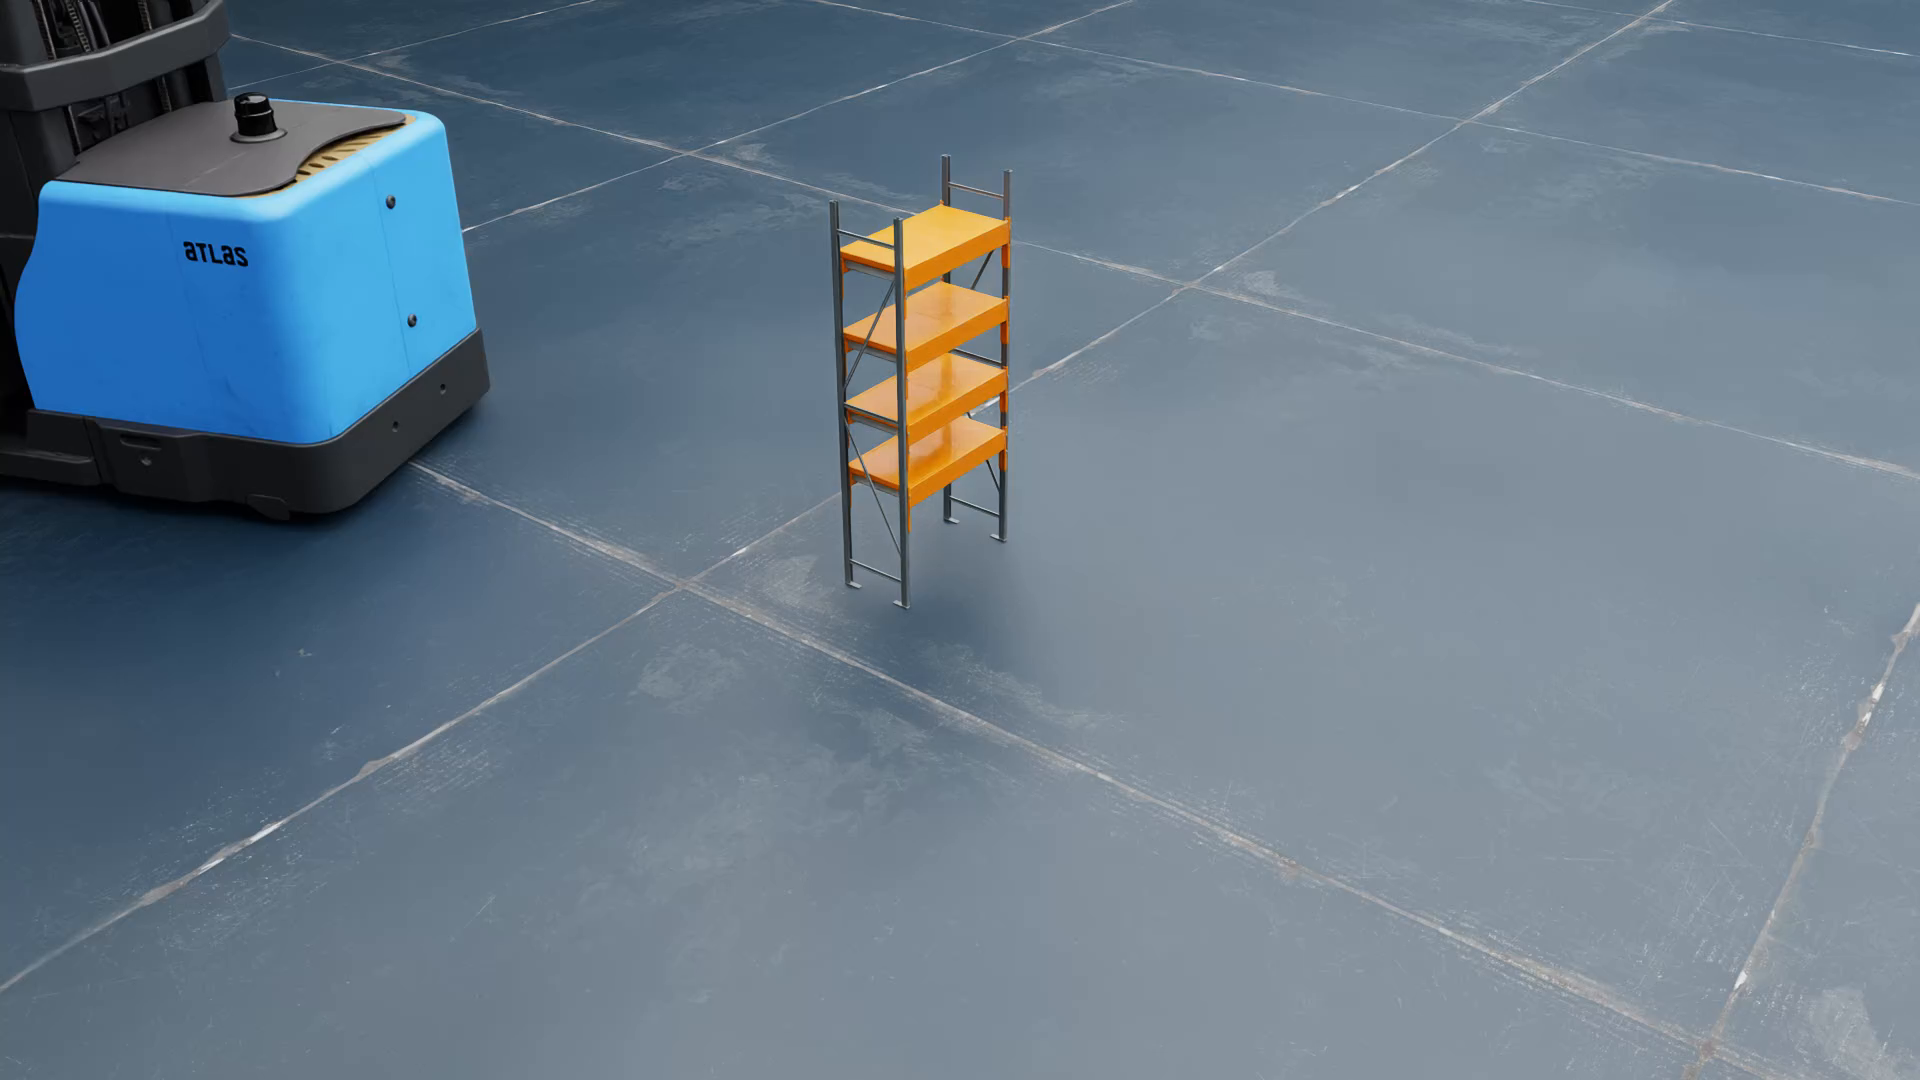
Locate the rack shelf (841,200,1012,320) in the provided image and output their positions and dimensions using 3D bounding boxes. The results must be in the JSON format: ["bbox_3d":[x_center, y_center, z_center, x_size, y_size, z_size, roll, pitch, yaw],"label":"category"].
[{"bbox_3d":[-0.100,-0.787,4.630,0.258,0.148,0.480,21,37,31],"label":"rack shelf"}]

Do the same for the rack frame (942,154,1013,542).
[{"bbox_3d":[0.047,-0.548,4.998,0.240,1.200,0.015,21,37,31],"label":"rack frame"}]

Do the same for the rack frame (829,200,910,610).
[{"bbox_3d":[-0.247,-0.350,4.663,0.240,1.200,0.015,21,37,31],"label":"rack frame"}]

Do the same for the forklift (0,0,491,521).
[{"bbox_3d":[-3.281,-1.727,5.289,3.031,2.935,1.130,8,32,13],"label":"forklift"}]

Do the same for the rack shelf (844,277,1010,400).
[{"bbox_3d":[-0.100,-0.583,4.751,0.258,0.148,0.480,21,37,31],"label":"rack shelf"}]

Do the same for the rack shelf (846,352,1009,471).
[{"bbox_3d":[-0.100,-0.391,4.865,0.258,0.148,0.480,21,37,31],"label":"rack shelf"}]

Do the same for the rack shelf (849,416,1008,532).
[{"bbox_3d":[-0.100,-0.220,4.966,0.258,0.148,0.480,21,37,31],"label":"rack shelf"}]

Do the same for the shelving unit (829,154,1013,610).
[{"bbox_3d":[-0.100,-0.449,4.831,0.258,1.200,0.503,21,37,31],"label":"shelving unit"}]
